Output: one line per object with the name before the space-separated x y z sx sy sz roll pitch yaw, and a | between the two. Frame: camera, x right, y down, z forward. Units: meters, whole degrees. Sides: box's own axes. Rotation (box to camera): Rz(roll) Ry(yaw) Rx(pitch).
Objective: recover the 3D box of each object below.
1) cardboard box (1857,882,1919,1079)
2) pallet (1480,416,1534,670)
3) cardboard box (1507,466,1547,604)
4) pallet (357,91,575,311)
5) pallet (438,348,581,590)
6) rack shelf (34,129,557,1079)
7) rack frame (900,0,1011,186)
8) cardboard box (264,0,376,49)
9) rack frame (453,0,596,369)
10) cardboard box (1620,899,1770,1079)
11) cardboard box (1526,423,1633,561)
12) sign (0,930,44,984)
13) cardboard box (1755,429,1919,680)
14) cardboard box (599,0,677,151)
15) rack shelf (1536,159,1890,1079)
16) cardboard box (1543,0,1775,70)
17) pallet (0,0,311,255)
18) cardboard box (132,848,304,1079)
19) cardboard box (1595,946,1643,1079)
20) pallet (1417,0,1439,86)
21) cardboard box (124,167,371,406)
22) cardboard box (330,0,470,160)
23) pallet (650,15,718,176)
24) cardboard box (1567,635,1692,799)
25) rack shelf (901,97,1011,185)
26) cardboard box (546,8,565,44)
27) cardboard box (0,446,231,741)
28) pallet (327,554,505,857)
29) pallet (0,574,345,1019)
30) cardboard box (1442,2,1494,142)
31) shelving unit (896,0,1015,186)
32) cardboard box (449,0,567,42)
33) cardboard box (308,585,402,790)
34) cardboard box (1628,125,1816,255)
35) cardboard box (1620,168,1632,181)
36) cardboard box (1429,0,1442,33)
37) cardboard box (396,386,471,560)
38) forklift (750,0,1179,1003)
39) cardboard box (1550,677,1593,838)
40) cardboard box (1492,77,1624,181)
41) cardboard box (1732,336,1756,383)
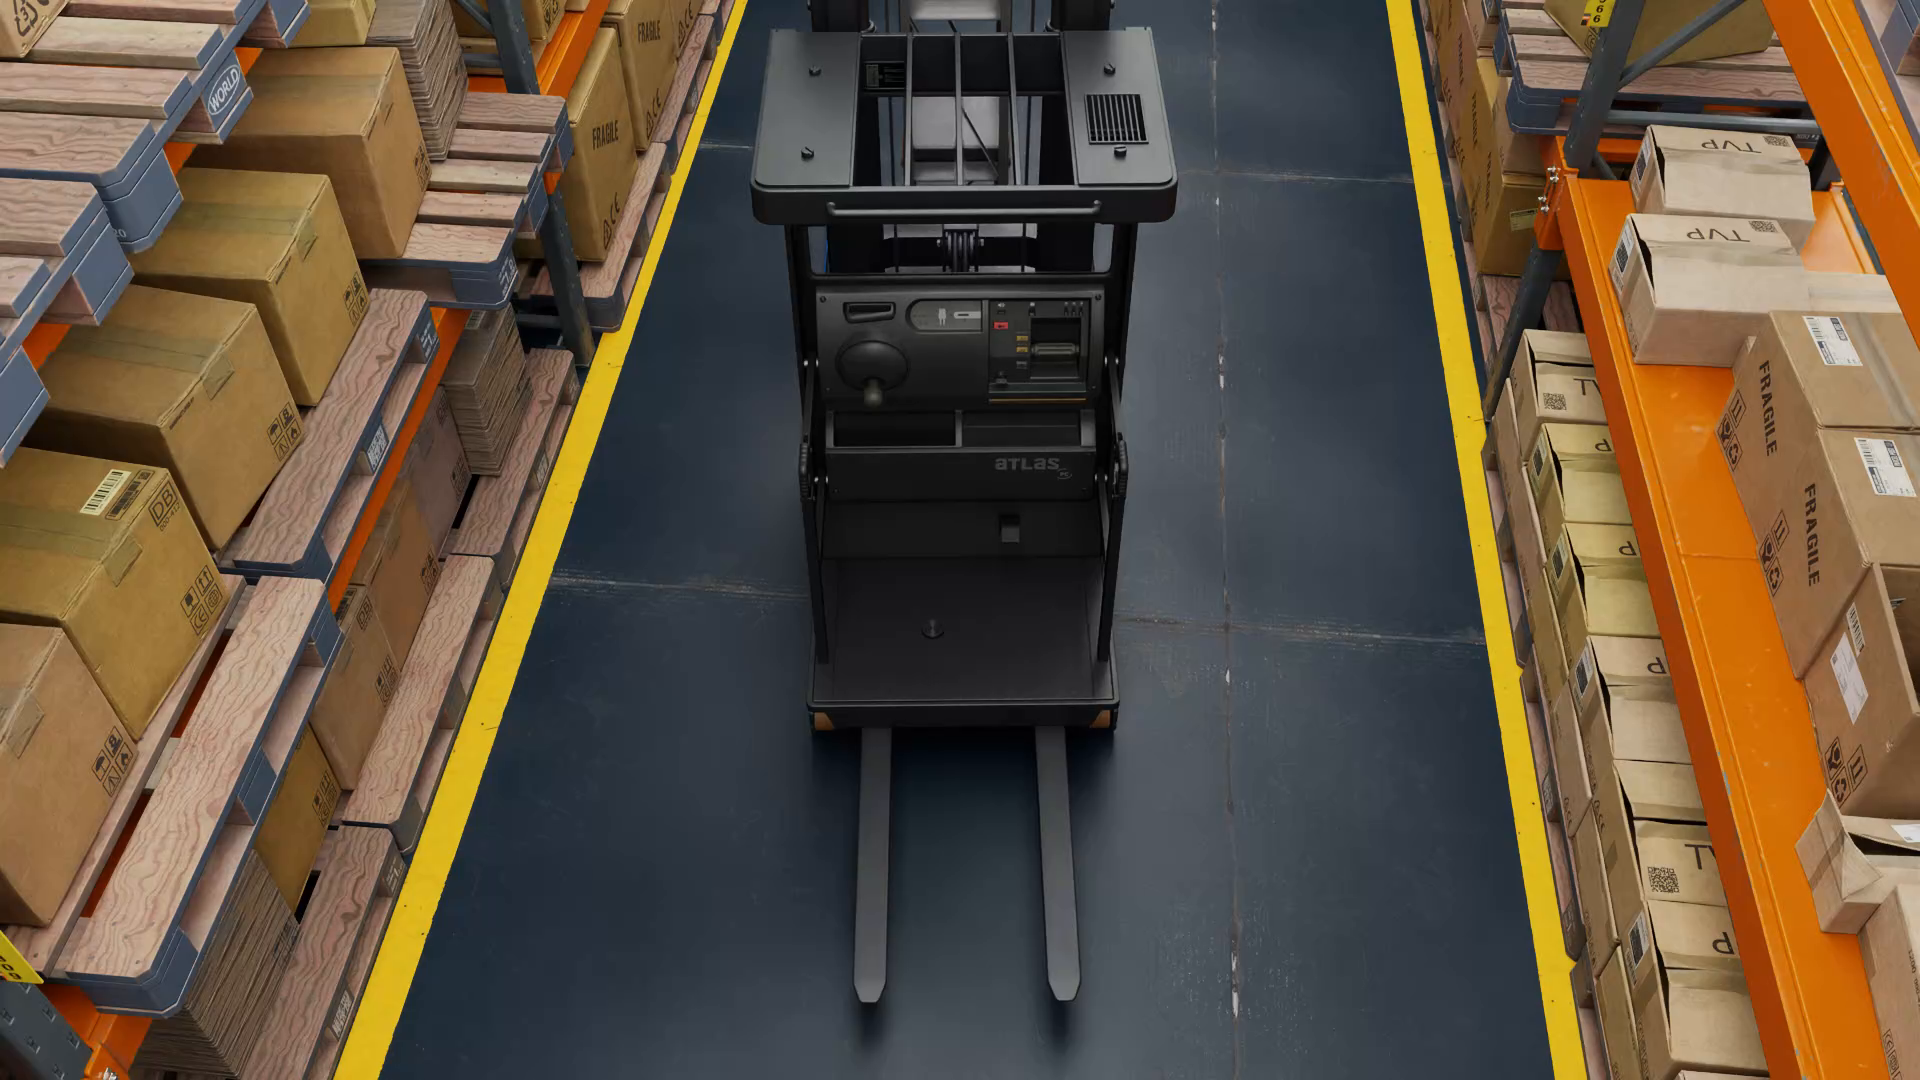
cardboard box | 2.416 1.096 3.816 0.500 0.250 0.500 7 48 6
pallet | 2.666 0.015 6.594 1.003 0.211 1.213 4 48 4
cardboard box | 2.394 -0.008 6.303 0.500 0.250 0.500 3 48 2
pallet | -2.113 -1.264 6.003 1.213 0.211 1.003 4 48 4
pallet | -2.227 -0.344 6.921 1.003 0.211 1.213 4 48 4
rack shelf | -2.336 -0.147 5.339 1.077 0.370 4.000 4 48 4
rack frame | -0.016 -1.378 6.588 0.400 2.100 0.015 0 48 0
cardboard box | -2.170 -1.767 5.528 0.380 0.149 0.250 -3 48 -3
rack frame | -2.154 -1.859 6.418 1.000 3.000 0.127 4 48 4
cardboard box | 2.207 1.308 4.720 0.500 0.311 0.500 5 48 5
cardboard box | 2.400 -0.180 6.081 0.500 0.311 0.500 3 48 3
sign | -1.978 0.819 3.382 0.100 0.325 0.005 4 48 4
cardboard box | 2.595 0.058 4.596 0.500 0.500 0.500 4 48 4
cardboard box | -1.870 -2.450 8.130 0.750 0.750 0.750 4 48 3
rack shelf | 2.597 0.184 5.037 1.077 0.370 4.000 4 48 4
cardboard box | 2.725 -2.175 6.354 0.700 0.500 0.500 -11 48 -10
pallet | -2.265 -1.078 3.797 1.213 0.211 1.003 4 48 4
cardboard box | -2.468 1.233 4.985 0.700 0.500 0.500 5 48 5
cardboard box | 2.212 1.501 4.923 0.500 0.250 0.500 3 48 3
pallet | 3.107 -2.927 9.284 1.003 0.211 1.213 4 48 4
cardboard box | -2.278 -0.778 5.063 0.700 0.500 0.500 4 48 4
cardboard box | -2.187 -1.695 5.902 0.700 0.500 0.500 -1 48 -1
pallet | -1.893 -2.386 8.790 1.003 0.211 1.213 4 48 4
cardboard box | 2.305 0.572 5.392 0.500 0.311 0.500 3 48 3
rack shelf | -0.019 -1.549 6.762 0.431 0.518 0.480 0 48 0
cardboard box | -1.862 -2.192 6.879 0.380 0.149 0.250 4 48 4
cardboard box | -2.380 0.116 4.245 0.700 0.500 0.500 8 48 8
pallet | -2.340 0.550 6.104 1.003 0.211 1.213 4 48 4
pallet | -2.304 0.593 4.305 1.003 0.211 1.213 4 48 4
cardboard box | 2.720 -2.303 8.219 0.500 0.500 0.500 2 48 2
shelving unit | -0.019 -1.558 6.752 0.431 2.100 0.503 0 48 0
cardboard box | -1.855 -2.340 6.574 0.500 0.500 0.500 5 48 5
cardboard box | -2.384 0.478 5.676 0.700 0.500 0.500 4 48 4
cardboard box | 2.703 -1.234 5.907 0.500 0.311 0.500 7 48 6
cardboard box | 3.148 -1.534 7.516 0.500 0.500 0.500 2 48 2
cardboard box | 2.820 -3.041 8.895 0.500 0.500 0.500 4 48 4
cardboard box | -2.330 -0.261 6.352 0.700 0.500 0.500 4 48 3
forklift | 0.007 -0.529 5.248 1.130 2.935 3.031 0 48 0
cardboard box | 2.306 0.751 5.609 0.500 0.250 0.500 5 48 4
cardboard box | 2.632 -1.831 7.280 0.500 0.250 0.500 6 48 5
cardboard box | 2.719 -0.503 5.348 0.380 0.149 0.250 7 48 6
